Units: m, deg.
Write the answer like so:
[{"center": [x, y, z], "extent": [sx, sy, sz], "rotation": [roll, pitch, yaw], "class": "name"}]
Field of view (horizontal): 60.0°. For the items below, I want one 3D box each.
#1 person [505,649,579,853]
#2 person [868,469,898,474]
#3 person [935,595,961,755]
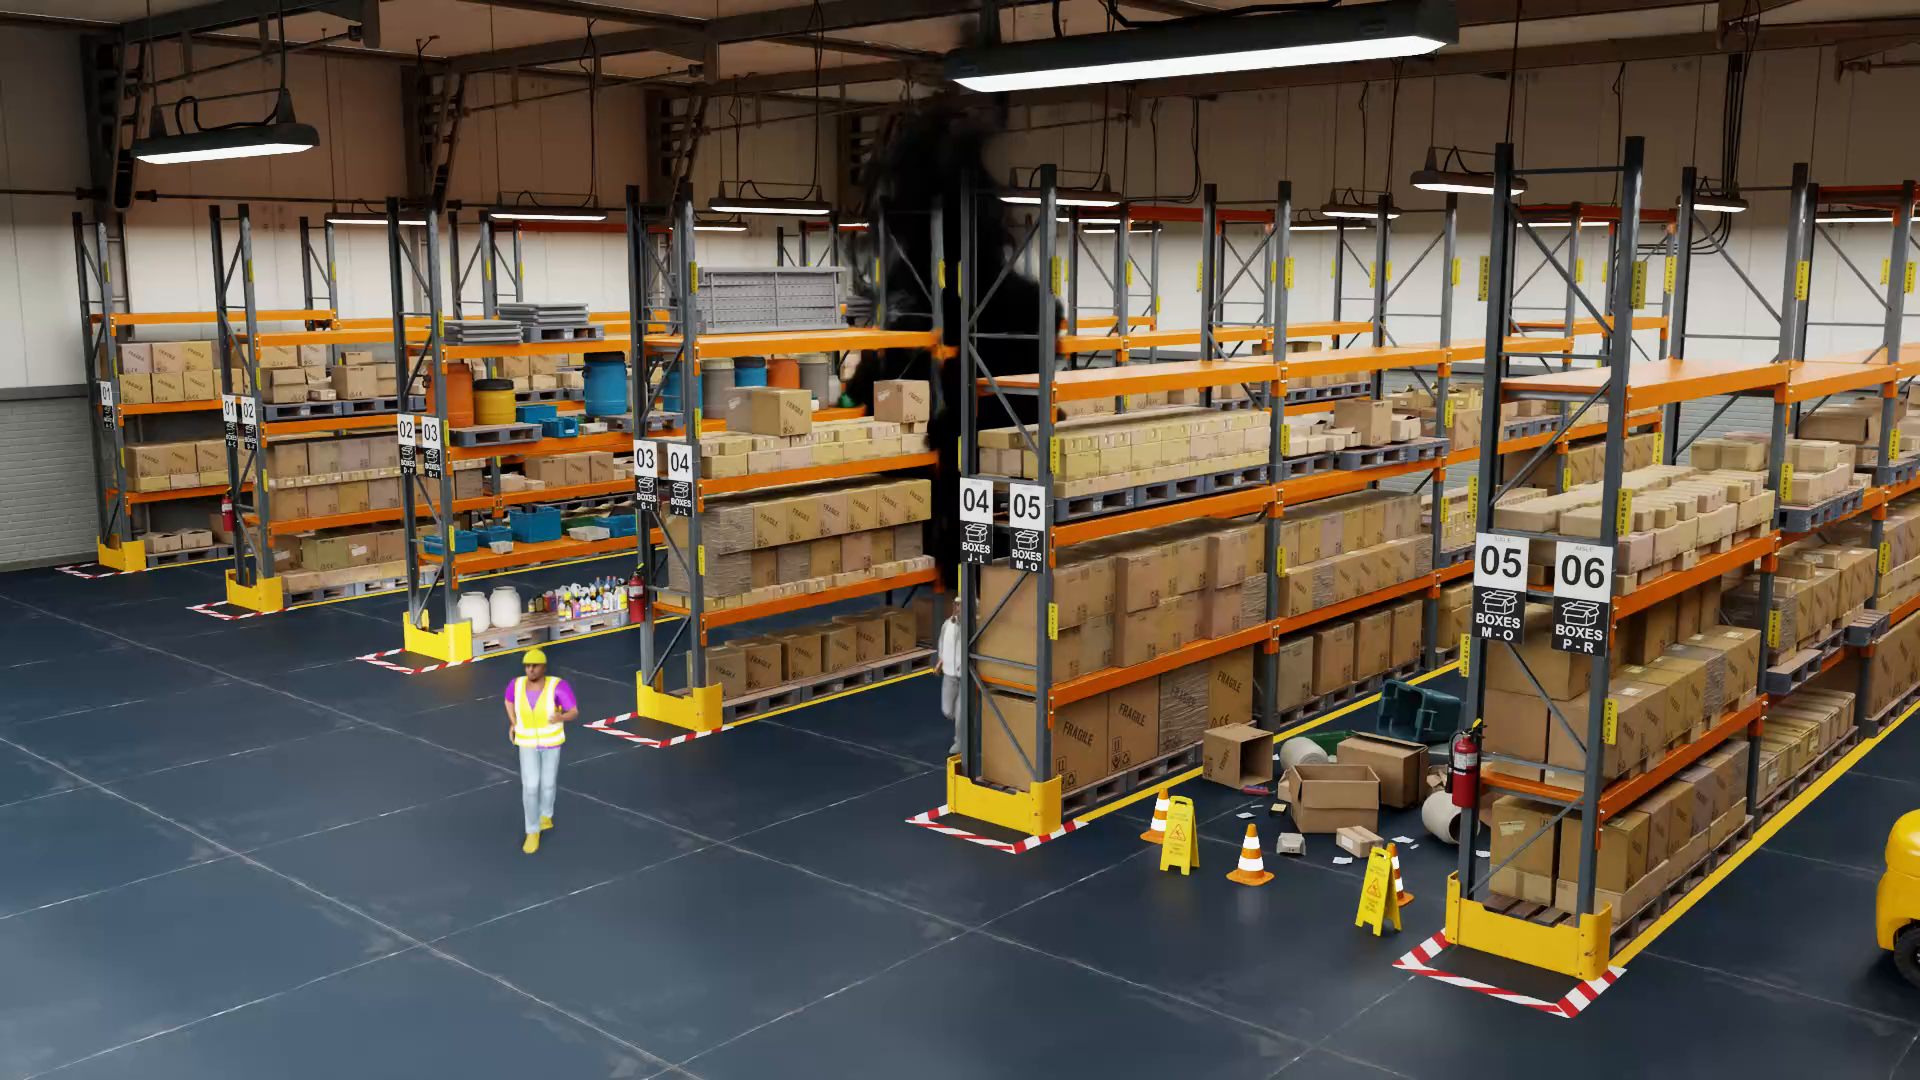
[{"center": [-3.743, 1.863, 14.888], "extent": [0.654, 1.834, 0.765], "rotation": [-2, 10, -10], "class": "person"}, {"center": [-1.483, -1.035, 32.239], "extent": [0.643, 1.738, 0.712], "rotation": [5, 11, 27], "class": "person"}, {"center": [0.038, 1.395, 17.703], "extent": [0.671, 1.728, 0.597], "rotation": [4, 10, 25], "class": "person"}]
